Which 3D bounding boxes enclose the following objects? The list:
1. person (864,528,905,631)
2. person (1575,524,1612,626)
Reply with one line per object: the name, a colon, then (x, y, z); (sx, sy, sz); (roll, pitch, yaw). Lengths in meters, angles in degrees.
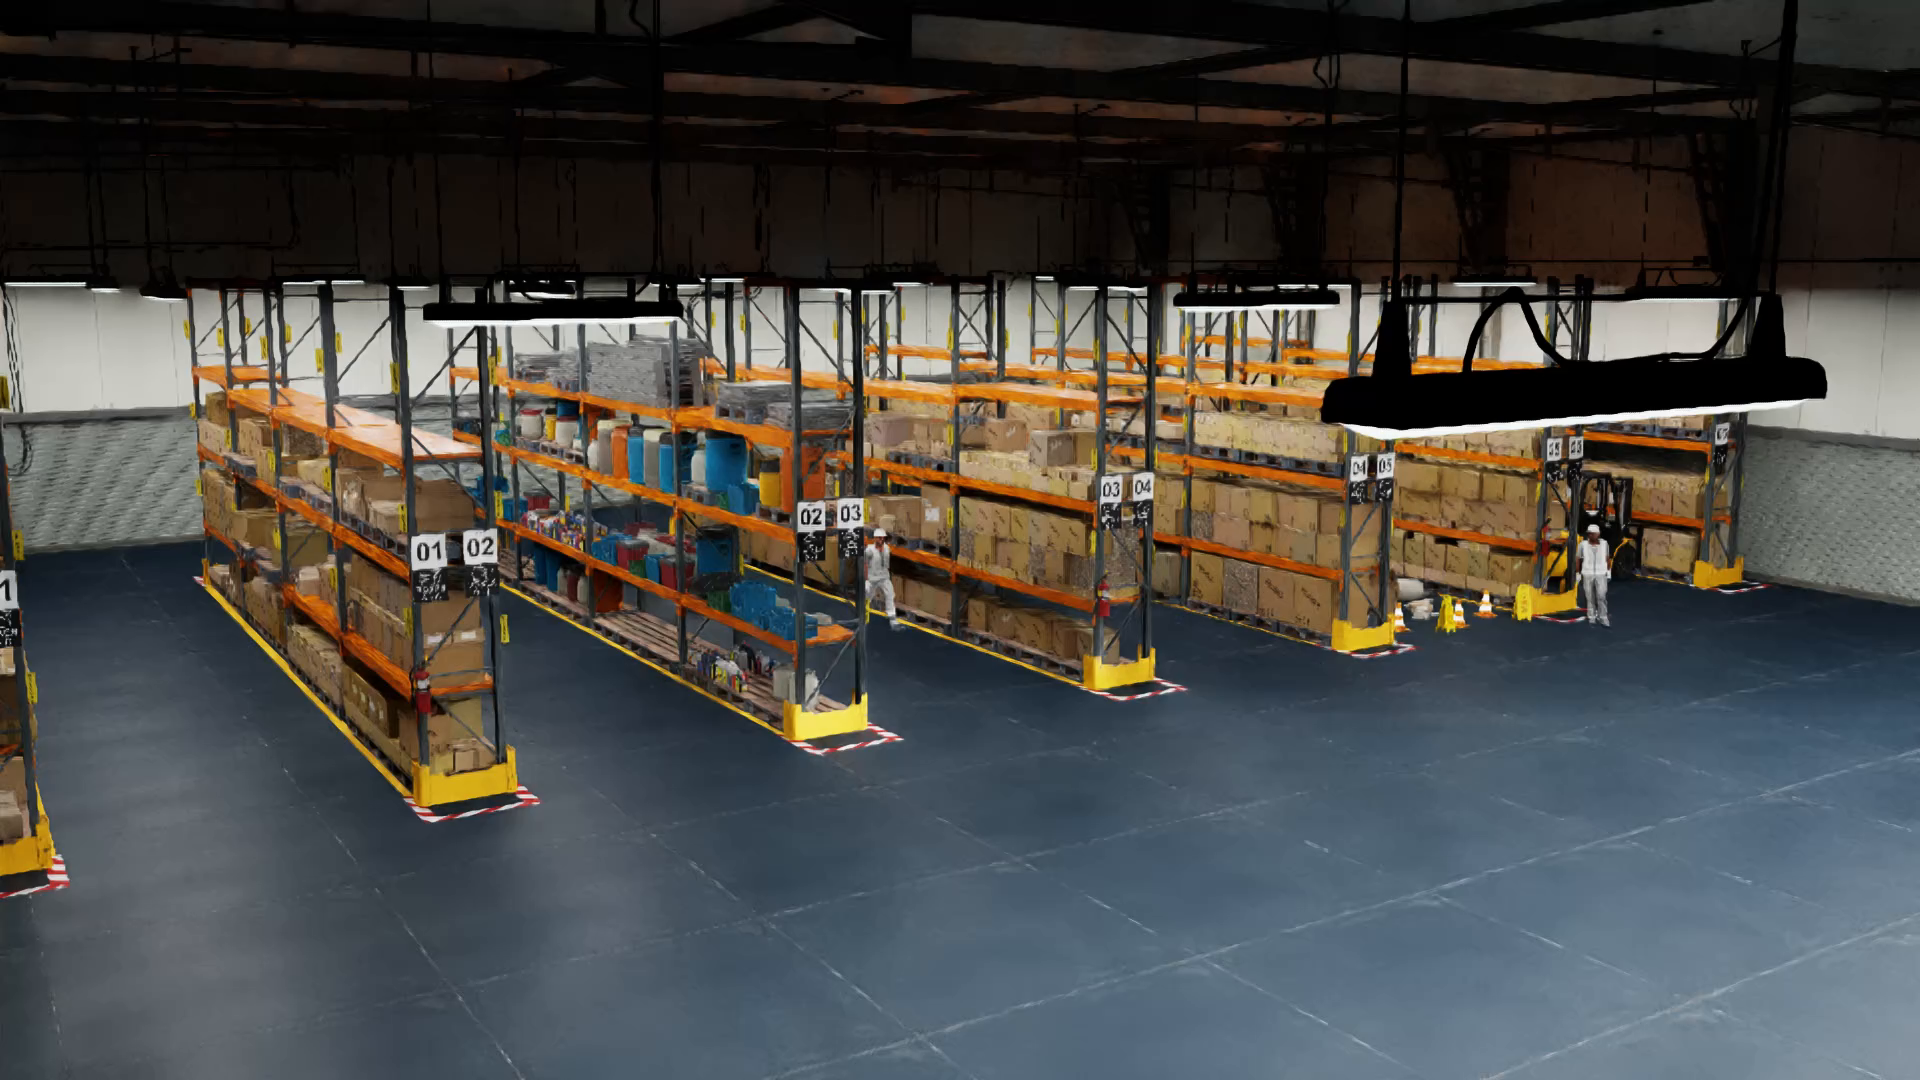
person: (-1.337, 0.634, 27.439); (0.553, 1.705, 1.133); (-5, 11, -29)
person: (11.096, 0.591, 29.089); (0.641, 1.767, 0.485); (4, 10, 21)
